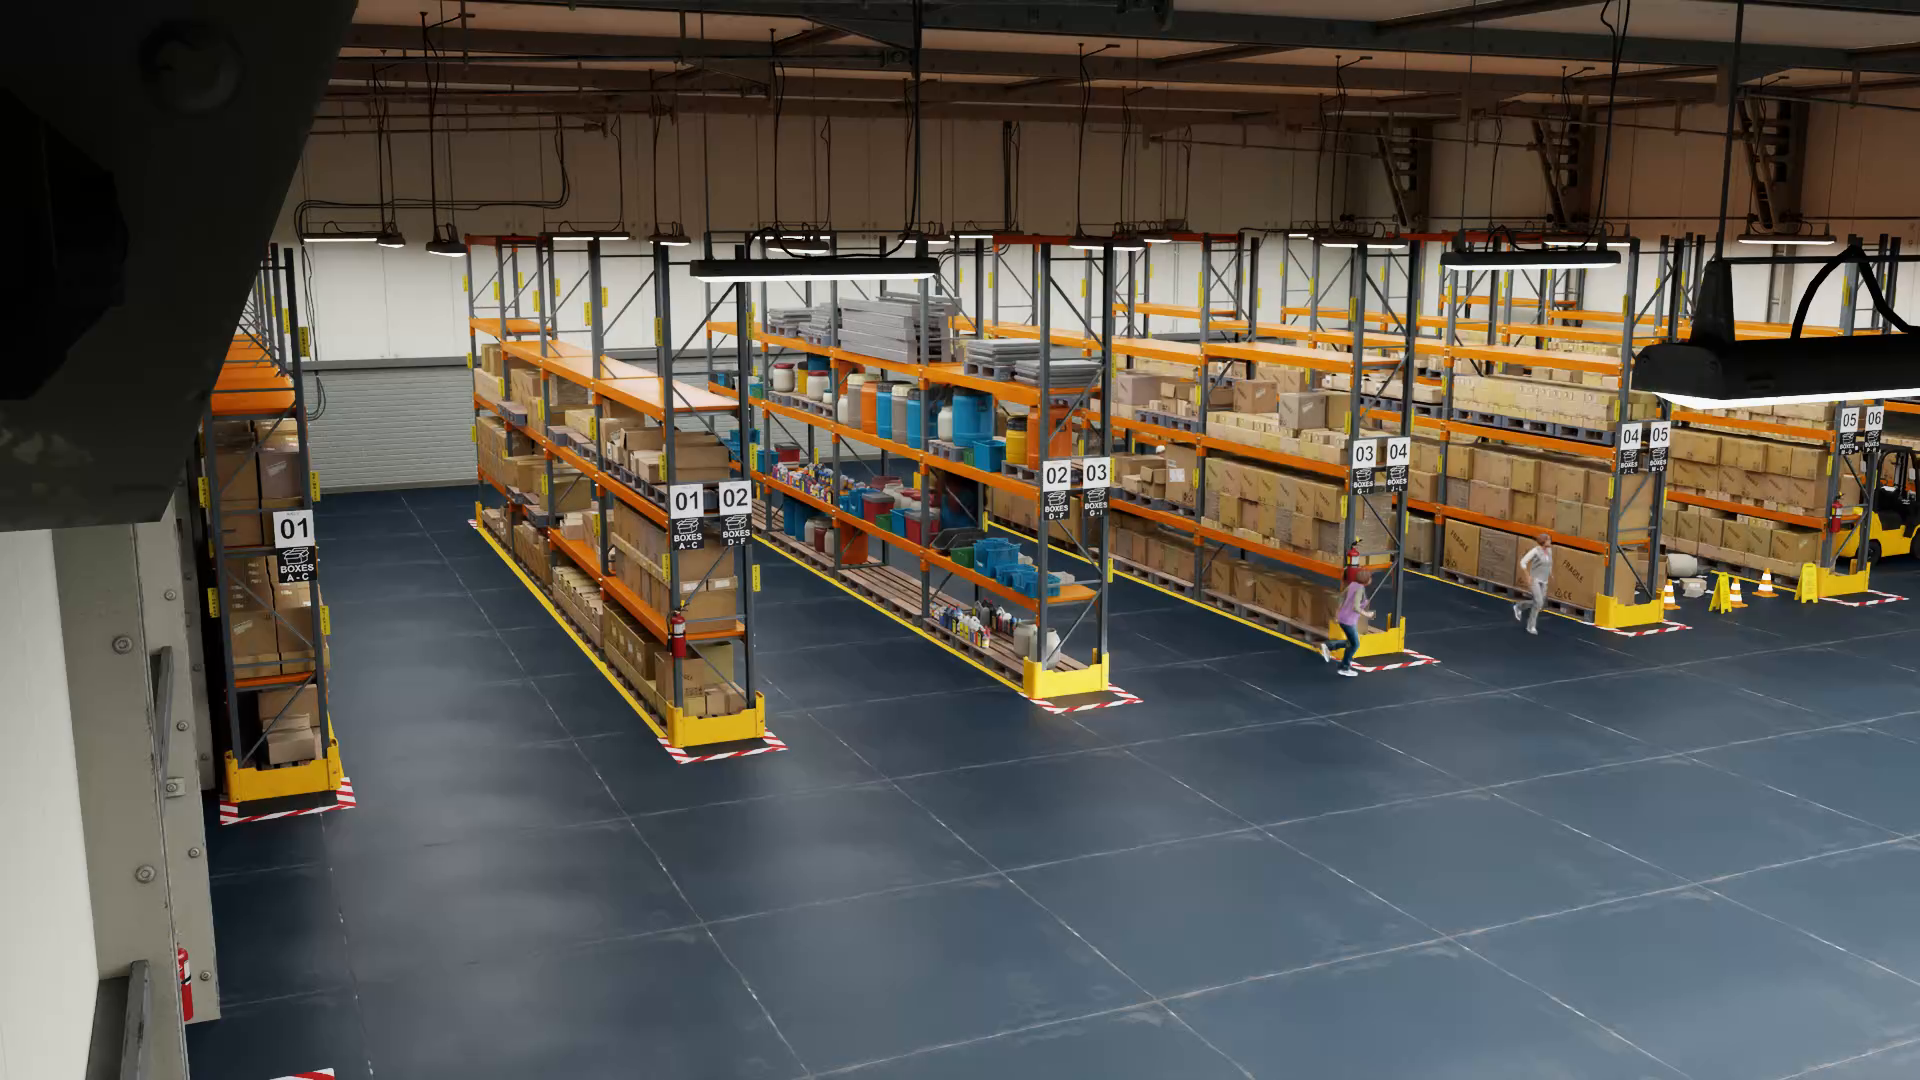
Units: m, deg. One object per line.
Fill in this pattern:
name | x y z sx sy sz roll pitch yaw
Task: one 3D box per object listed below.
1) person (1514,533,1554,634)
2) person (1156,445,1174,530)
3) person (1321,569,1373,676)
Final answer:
person | 8.919 0.652 25.846 0.586 1.575 0.612 -6 12 -28
person | 4.148 -1.084 34.177 0.669 1.733 0.760 -7 13 -31
person | 5.406 1.159 23.197 0.689 1.540 0.506 1 11 6
